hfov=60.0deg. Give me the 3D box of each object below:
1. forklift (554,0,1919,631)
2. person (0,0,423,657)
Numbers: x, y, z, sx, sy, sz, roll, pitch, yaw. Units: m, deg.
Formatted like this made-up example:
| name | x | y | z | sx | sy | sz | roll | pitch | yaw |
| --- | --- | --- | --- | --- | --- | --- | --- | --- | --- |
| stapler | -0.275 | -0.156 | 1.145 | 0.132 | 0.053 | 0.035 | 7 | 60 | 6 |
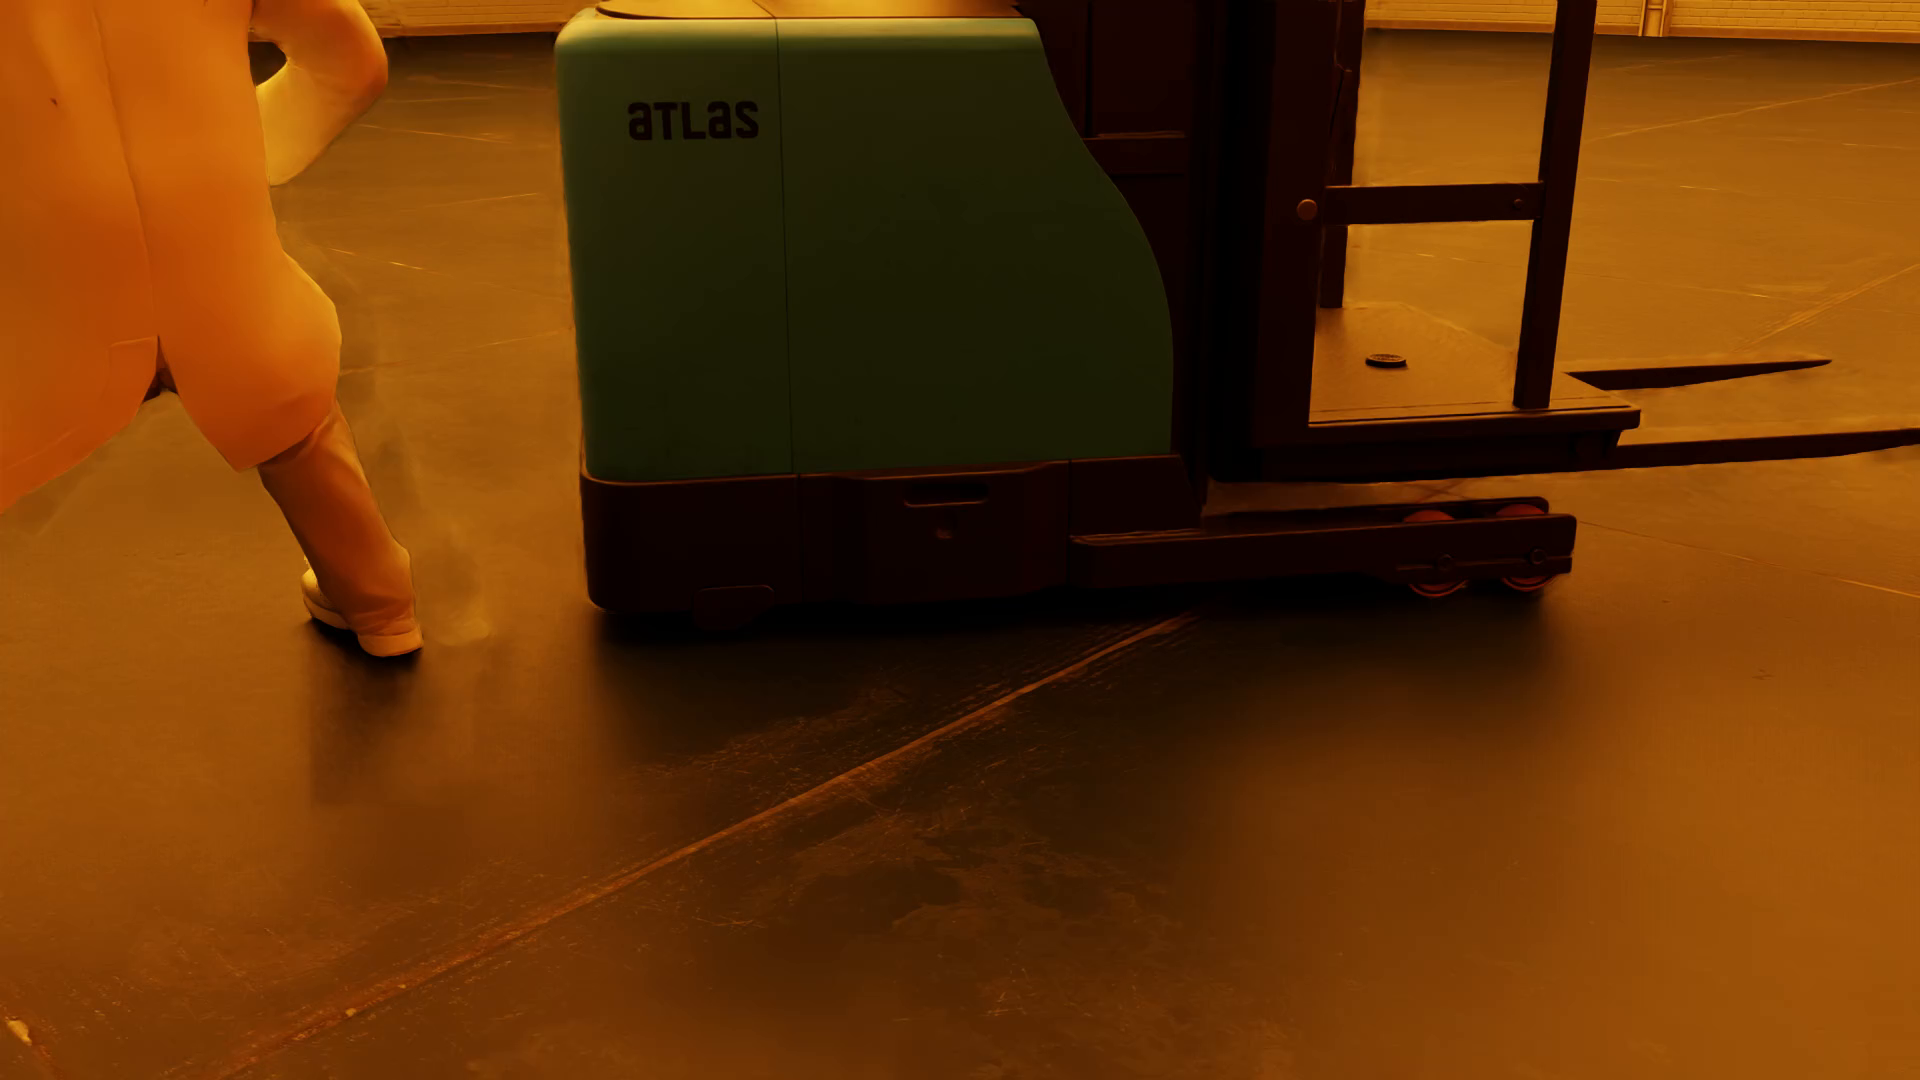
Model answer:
| name | x | y | z | sx | sy | sz | roll | pitch | yaw |
| --- | --- | --- | --- | --- | --- | --- | --- | --- | --- |
| forklift | 0.737 | -1.441 | 3.220 | 3.031 | 2.935 | 1.130 | -4 | 20 | -10 |
| person | -1.243 | -0.377 | 2.221 | 1.170 | 1.557 | 1.067 | -17 | 25 | -40 |
